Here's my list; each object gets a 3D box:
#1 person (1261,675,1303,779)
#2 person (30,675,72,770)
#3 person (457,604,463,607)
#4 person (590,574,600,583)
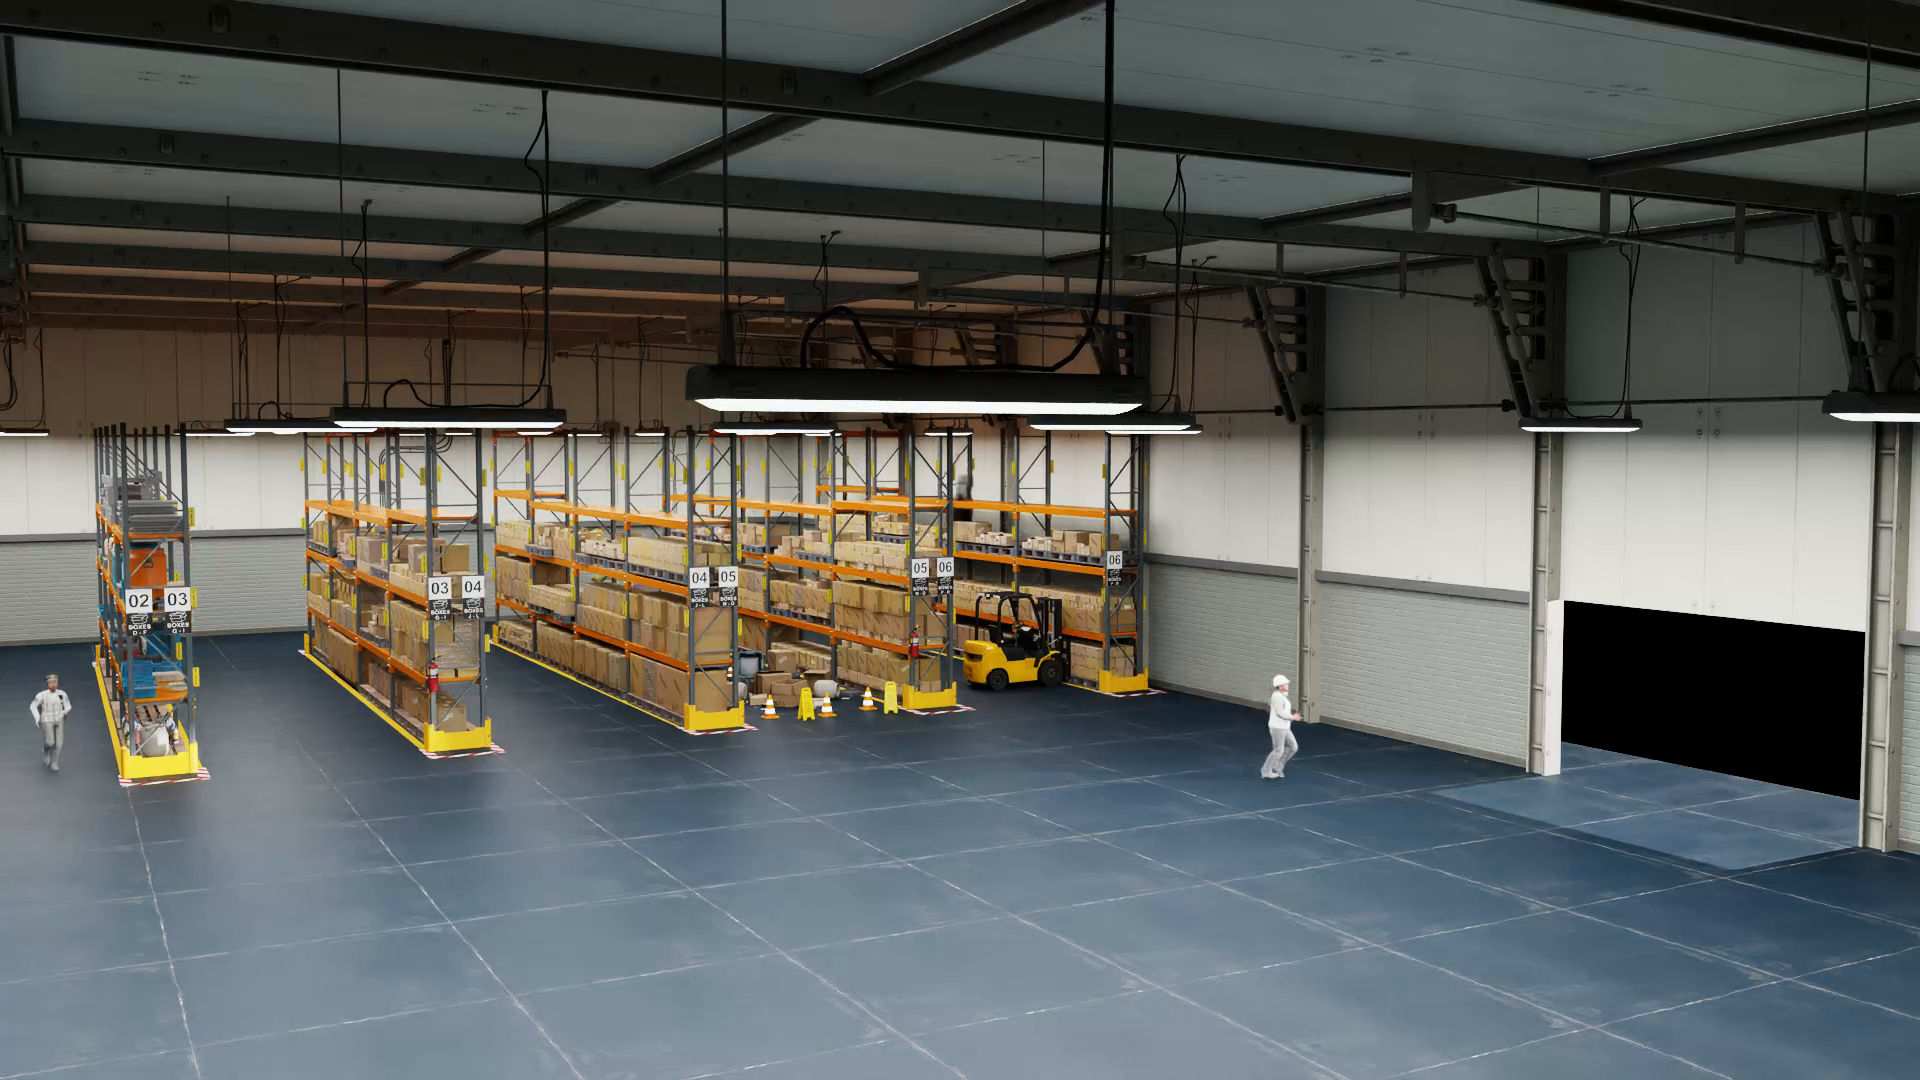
[{"bbox_3d":[5.422,3.160,27.929,0.676,1.793,0.685,1,4,19],"label":"person"},{"bbox_3d":[-15.679,3.156,28.754,0.605,1.653,0.535,-3,5,-40],"label":"person"},{"bbox_3d":[-14.309,2.059,46.440,0.864,1.711,0.656,0,3,-5],"label":"person"},{"bbox_3d":[-10.811,1.868,49.571,0.666,1.729,0.726,-1,4,-21],"label":"person"}]
